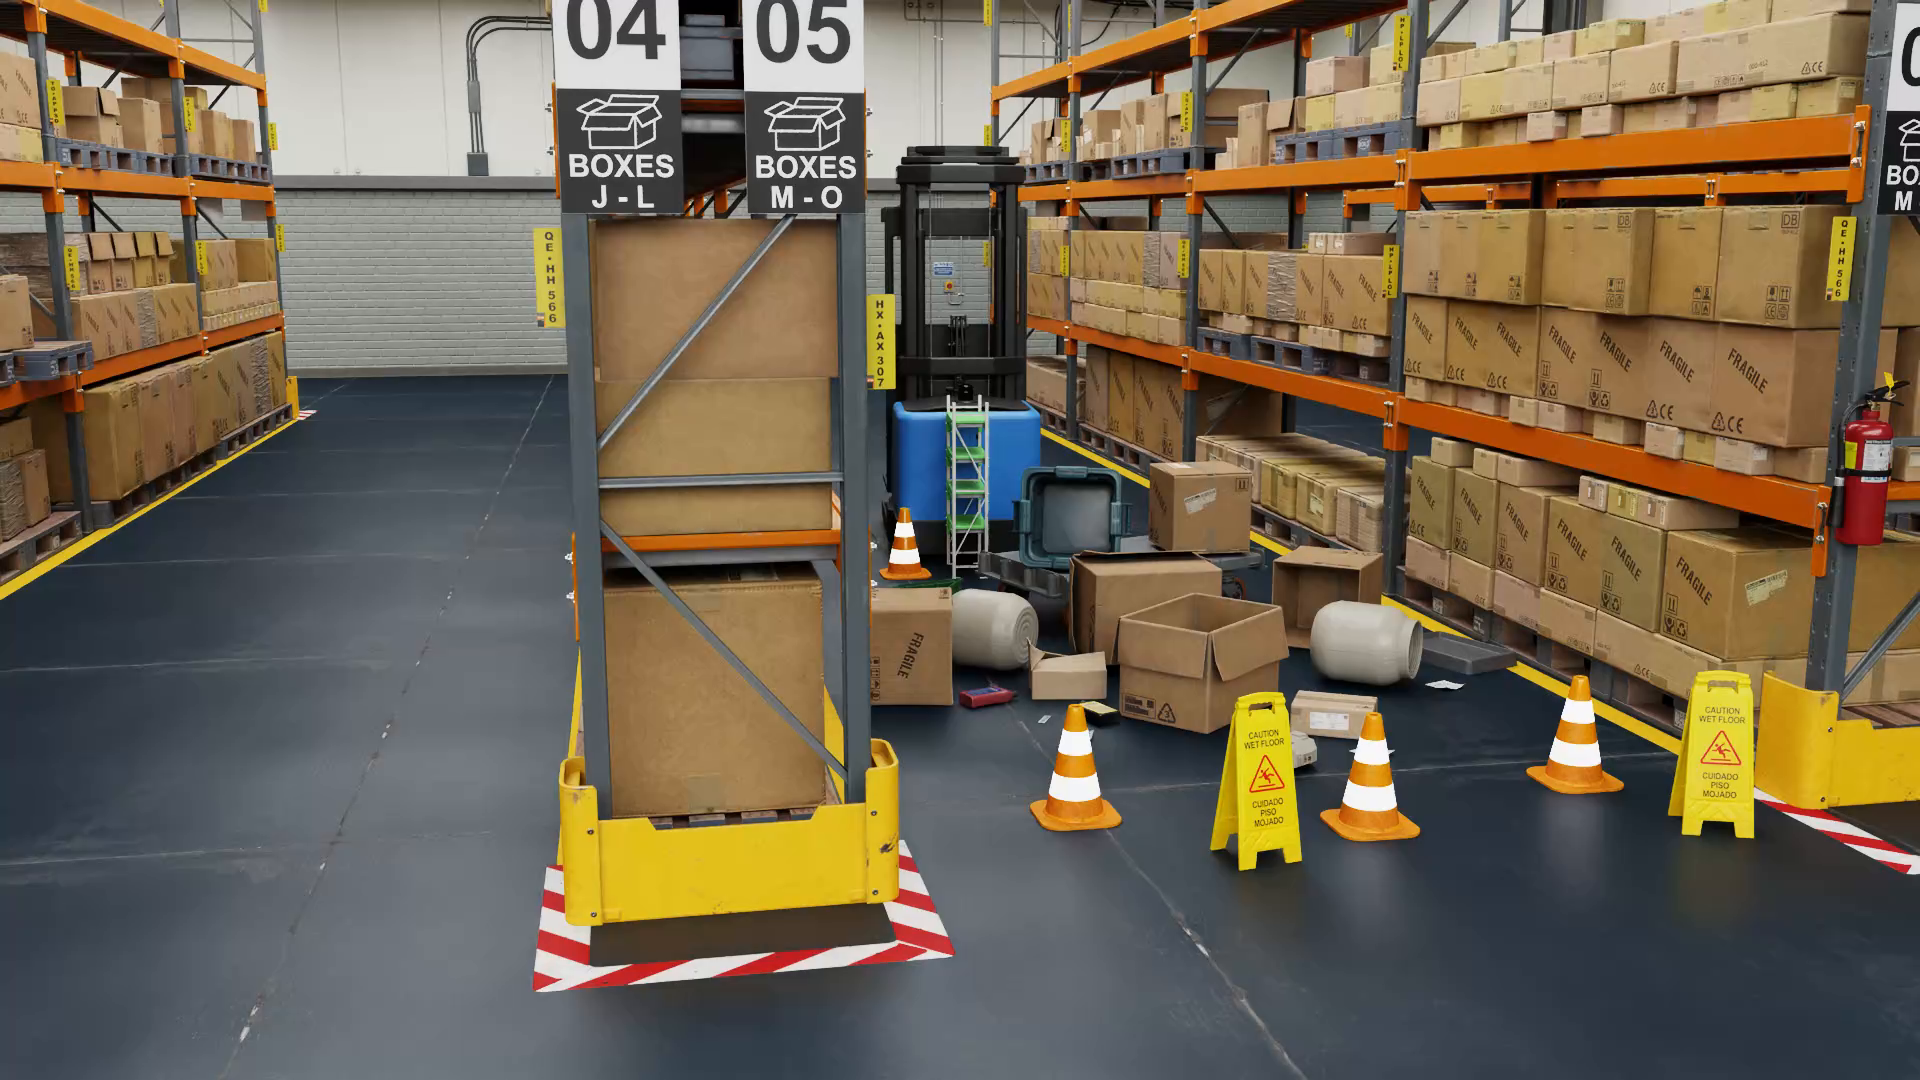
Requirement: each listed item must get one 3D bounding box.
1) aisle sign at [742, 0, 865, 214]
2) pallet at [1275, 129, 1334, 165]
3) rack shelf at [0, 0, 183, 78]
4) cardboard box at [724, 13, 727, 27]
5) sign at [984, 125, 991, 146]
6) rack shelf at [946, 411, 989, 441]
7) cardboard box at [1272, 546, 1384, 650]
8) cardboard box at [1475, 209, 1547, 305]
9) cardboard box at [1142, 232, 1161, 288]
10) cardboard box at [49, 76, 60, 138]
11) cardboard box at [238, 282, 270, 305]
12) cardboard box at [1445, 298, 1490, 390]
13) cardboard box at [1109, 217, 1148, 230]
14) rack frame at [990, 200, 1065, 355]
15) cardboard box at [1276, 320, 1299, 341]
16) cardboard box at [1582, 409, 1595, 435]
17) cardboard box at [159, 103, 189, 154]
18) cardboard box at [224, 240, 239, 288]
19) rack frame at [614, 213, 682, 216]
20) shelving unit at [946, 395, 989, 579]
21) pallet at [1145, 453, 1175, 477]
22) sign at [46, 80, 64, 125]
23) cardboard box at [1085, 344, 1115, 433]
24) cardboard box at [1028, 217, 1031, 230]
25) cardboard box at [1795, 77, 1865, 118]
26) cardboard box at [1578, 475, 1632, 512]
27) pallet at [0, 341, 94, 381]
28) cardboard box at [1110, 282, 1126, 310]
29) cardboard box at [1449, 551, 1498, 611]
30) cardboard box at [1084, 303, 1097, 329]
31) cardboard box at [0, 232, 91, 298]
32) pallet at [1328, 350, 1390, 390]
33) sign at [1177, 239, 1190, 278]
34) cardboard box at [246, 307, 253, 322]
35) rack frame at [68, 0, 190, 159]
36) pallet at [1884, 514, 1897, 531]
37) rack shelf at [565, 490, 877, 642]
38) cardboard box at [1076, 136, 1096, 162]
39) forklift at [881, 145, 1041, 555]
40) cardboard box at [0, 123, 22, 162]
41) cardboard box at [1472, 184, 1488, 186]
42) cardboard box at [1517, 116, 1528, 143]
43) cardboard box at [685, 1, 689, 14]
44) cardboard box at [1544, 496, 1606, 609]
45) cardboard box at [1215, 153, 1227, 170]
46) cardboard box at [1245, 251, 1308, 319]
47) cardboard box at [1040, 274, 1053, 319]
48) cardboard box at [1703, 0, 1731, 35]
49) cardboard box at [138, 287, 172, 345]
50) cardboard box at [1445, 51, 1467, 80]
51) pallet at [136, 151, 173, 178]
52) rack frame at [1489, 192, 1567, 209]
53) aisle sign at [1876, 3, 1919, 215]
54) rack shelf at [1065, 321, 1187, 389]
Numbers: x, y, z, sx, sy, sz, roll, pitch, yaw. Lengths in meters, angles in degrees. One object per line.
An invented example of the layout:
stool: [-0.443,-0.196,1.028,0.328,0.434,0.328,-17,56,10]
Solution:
aisle sign: [-0.511,-1.475,5.473,0.394,0.787,0.004,-2,11,-11]
pallet: [3.018,-2.821,11.976,1.213,0.211,1.003,-2,11,-11]
rack shelf: [-7.649,-4.270,14.057,1.077,0.370,4.000,-2,11,-11]
cardboard box: [-0.768,-2.066,6.786,0.380,0.149,0.250,-2,11,-11]
sign: [0.359,-5.256,21.718,0.100,0.325,0.005,-2,11,-11]
rack shelf: [0.049,-0.781,11.367,0.258,0.148,0.480,-1,11,-5]
cardboard box: [2.112,0.340,9.566,0.500,0.500,0.500,6,12,28]
cardboard box: [3.260,-1.543,9.043,0.700,0.500,0.500,-2,11,-12]
cardboard box: [1.996,-2.586,15.317,0.500,0.500,0.500,-2,11,-10]
cardboard box: [-7.449,-3.346,12.830,0.797,0.503,0.637,-1,11,-8]
cardboard box: [-8.364,-2.873,19.376,0.500,0.250,0.500,-2,11,-12]
cardboard box: [3.171,-1.146,9.631,0.500,0.500,0.500,-2,11,-11]
cardboard box: [1.876,-3.526,18.524,0.380,0.149,0.250,-2,11,-12]
rack frame: [0.905,-3.333,22.188,1.000,3.000,0.127,-2,11,-11]
cardboard box: [2.608,-1.585,12.548,0.380,0.149,0.250,-2,11,-9]
cardboard box: [3.456,-0.617,8.590,0.380,0.149,0.250,-2,11,-11]
cardboard box: [-8.249,-4.159,16.844,0.700,0.500,0.500,-3,11,-14]
cardboard box: [-8.074,-2.963,17.843,0.500,0.500,0.500,-2,11,-13]
rack frame: [-3.931,-3.135,21.145,1.000,3.000,0.127,-2,11,-11]
shelving unit: [0.049,-0.373,11.445,0.258,1.200,0.503,-1,11,-5]
pallet: [2.381,-0.644,15.514,1.003,0.211,1.213,-2,11,-11]
sign: [-6.727,-3.253,12.359,0.100,0.325,0.005,-2,11,-11]
cardboard box: [1.882,-1.652,17.911,0.875,0.875,0.875,-2,11,-9]
cardboard box: [0.962,-3.831,20.127,0.380,0.149,0.250,-2,11,-12]
cardboard box: [3.673,-1.804,6.804,0.380,0.149,0.250,-2,11,-11]
cardboard box: [3.372,-0.238,8.417,0.380,0.149,0.250,-2,11,-9]
pallet: [-7.017,-1.285,11.937,1.213,0.211,1.003,-2,11,-11]
cardboard box: [1.793,-2.400,16.348,0.500,0.250,0.500,-2,11,-13]
cardboard box: [3.203,0.227,9.710,0.500,0.250,0.500,-1,11,-8]
cardboard box: [1.611,-2.341,17.375,0.500,0.250,0.500,-2,11,-12]
cardboard box: [-7.386,-2.182,13.190,0.797,0.503,0.637,-2,11,-9]
pallet: [3.233,-1.184,11.407,1.003,0.211,1.213,-2,11,-11]
sign: [1.917,-2.414,14.262,0.100,0.325,0.005,-2,11,-11]
cardboard box: [-8.127,-2.516,18.565,0.380,0.149,0.250,-2,11,-10]
rack frame: [-8.038,-5.187,15.879,1.000,3.000,0.127,-2,11,-11]
pallet: [7.684,-0.302,13.718,1.003,0.211,1.213,-2,11,-11]
rack shelf: [-1.208,-0.214,7.722,1.077,0.370,4.000,-2,11,-11]
cardboard box: [1.437,-4.109,17.477,0.396,0.266,0.258,-2,11,-12]
forklift: [-0.052,-1.556,13.033,1.130,2.935,3.031,-1,11,-5]
cardboard box: [-6.817,-2.737,11.432,0.500,0.250,0.500,-2,11,-11]
cardboard box: [6.191,-4.186,19.318,0.380,0.149,0.250,-2,11,-11]
cardboard box: [3.262,-2.228,9.031,0.380,0.149,0.250,-2,11,-13]
cardboard box: [-0.957,-2.377,7.357,0.500,0.250,0.500,-2,11,-11]
cardboard box: [3.409,0.051,8.630,0.500,0.500,0.500,-2,11,-12]
cardboard box: [2.355,-3.152,13.886,0.380,0.149,0.250,-2,11,-11]
cardboard box: [2.539,-1.984,12.914,0.500,0.500,0.500,-2,11,-10]
cardboard box: [1.236,-2.819,19.217,0.500,0.500,0.500,-2,11,-12]
cardboard box: [3.582,-2.335,7.461,0.380,0.149,0.250,-2,11,-11]
cardboard box: [-7.481,-2.026,15.052,0.500,0.500,0.500,-2,11,-12]
cardboard box: [3.059,-2.758,9.682,0.380,0.149,0.250,-2,11,-9]
pallet: [-7.811,-3.453,15.303,0.805,0.209,1.217,-3,11,-13]
rack frame: [6.551,-2.781,19.285,1.000,3.000,0.127,-2,11,-11]
aisle sign: [3.744,-1.654,6.412,0.394,0.787,0.004,-2,11,-11]
rack shelf: [2.072,-1.880,16.474,1.077,0.370,4.000,-2,11,-11]
